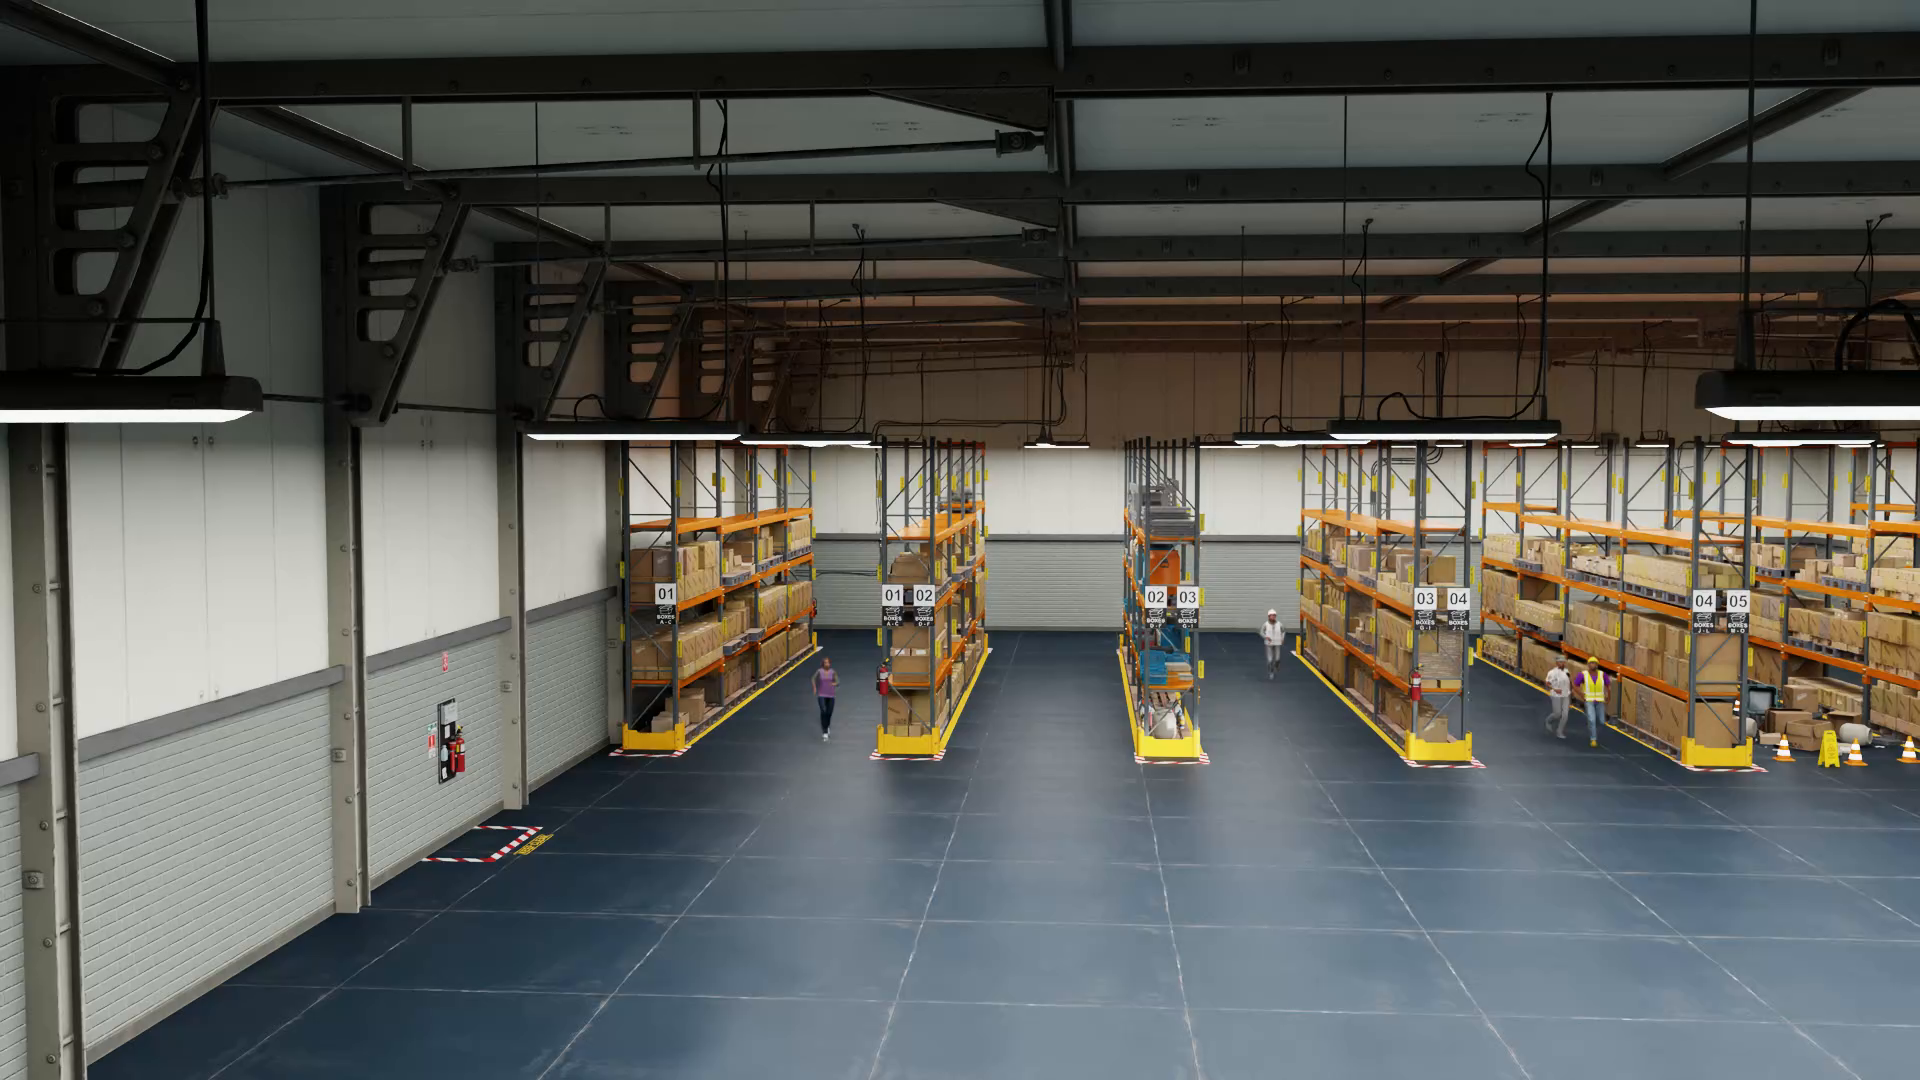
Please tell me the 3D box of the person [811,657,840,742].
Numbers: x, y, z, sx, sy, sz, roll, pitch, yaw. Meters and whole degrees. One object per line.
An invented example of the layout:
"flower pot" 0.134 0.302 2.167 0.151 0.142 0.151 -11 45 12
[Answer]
"person" -2.661 3.144 33.069 0.519 1.612 0.797 -1 3 -17

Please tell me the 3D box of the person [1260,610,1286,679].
"person" 7.873 2.625 41.803 0.655 1.731 0.571 0 3 5

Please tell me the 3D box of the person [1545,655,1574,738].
"person" 11.989 3.113 33.261 0.572 1.659 0.617 -1 3 -10

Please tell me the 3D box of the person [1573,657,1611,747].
"person" 12.375 3.141 32.536 0.716 1.724 0.745 0 3 3
